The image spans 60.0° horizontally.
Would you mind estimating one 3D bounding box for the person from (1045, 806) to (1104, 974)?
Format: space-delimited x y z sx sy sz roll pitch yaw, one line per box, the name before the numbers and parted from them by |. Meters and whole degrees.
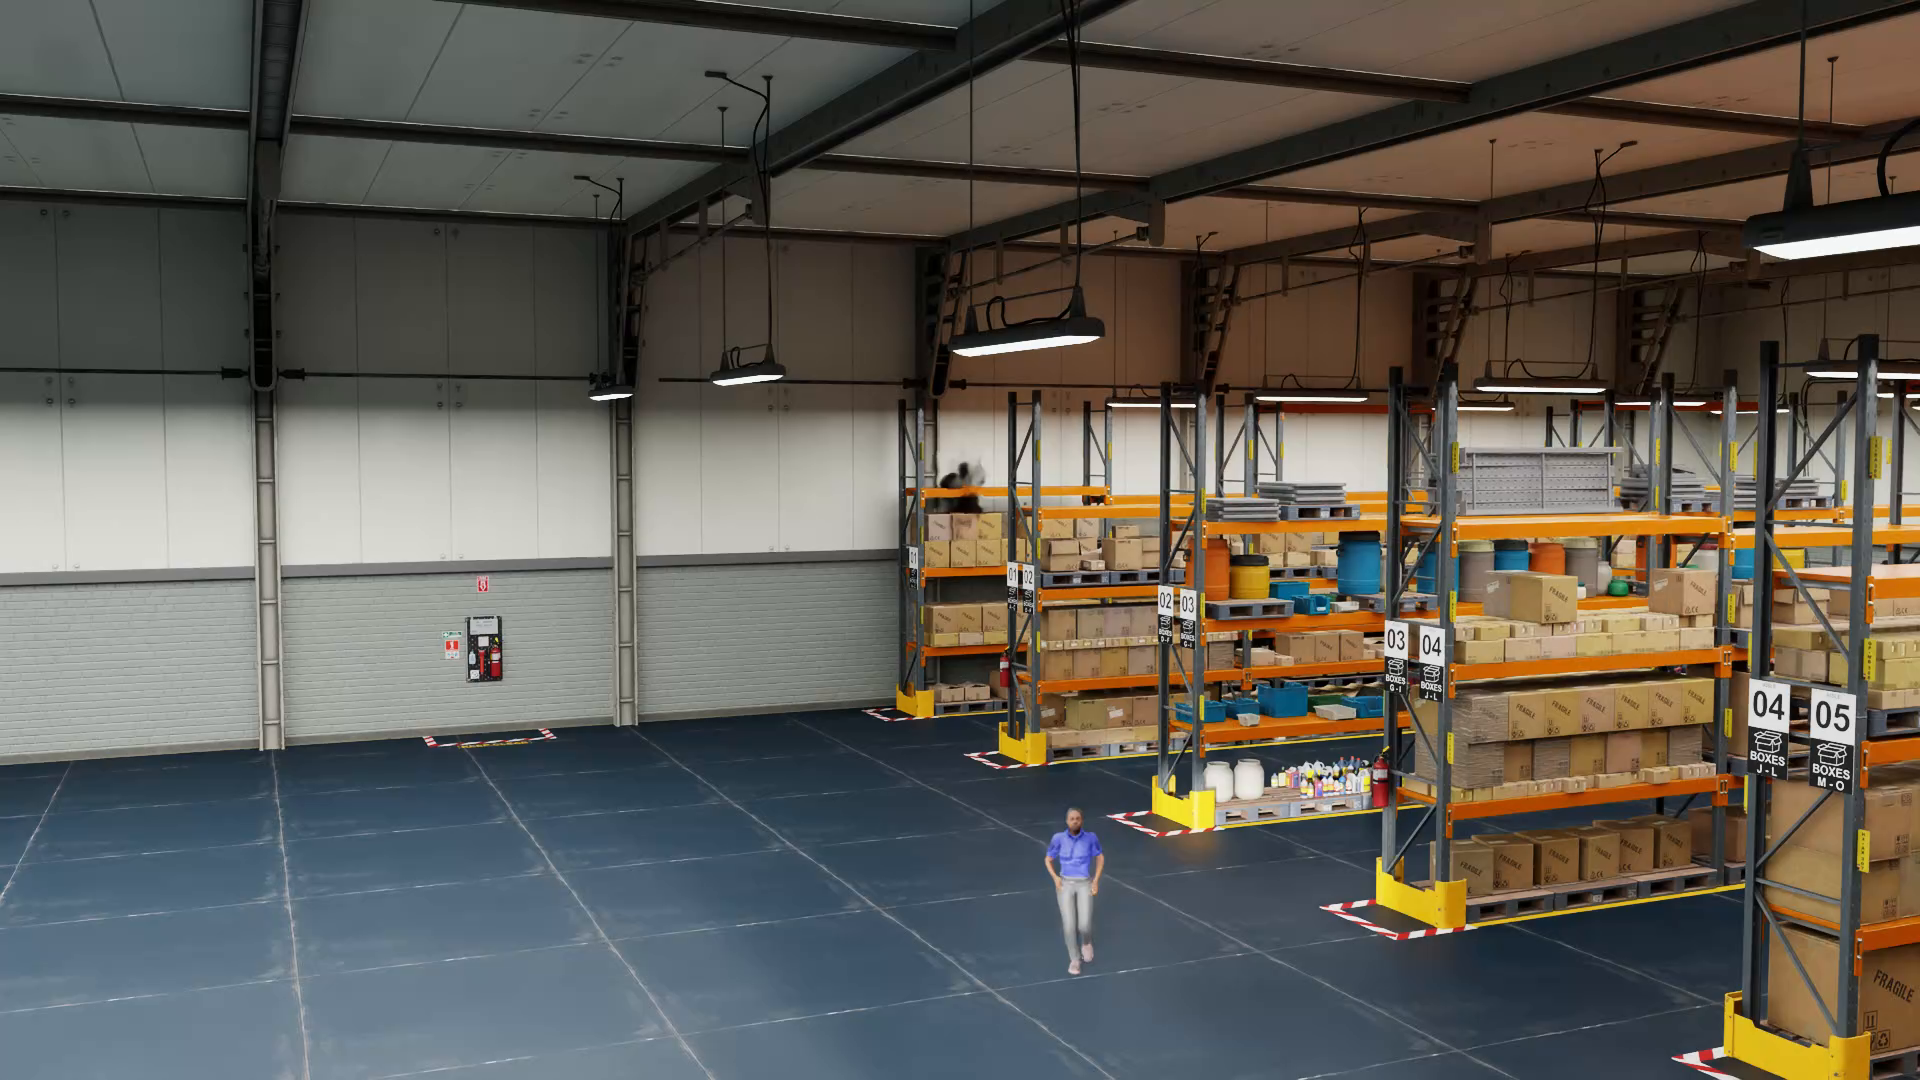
person | 1.113 3.406 16.235 0.581 1.621 0.553 0 3 6
